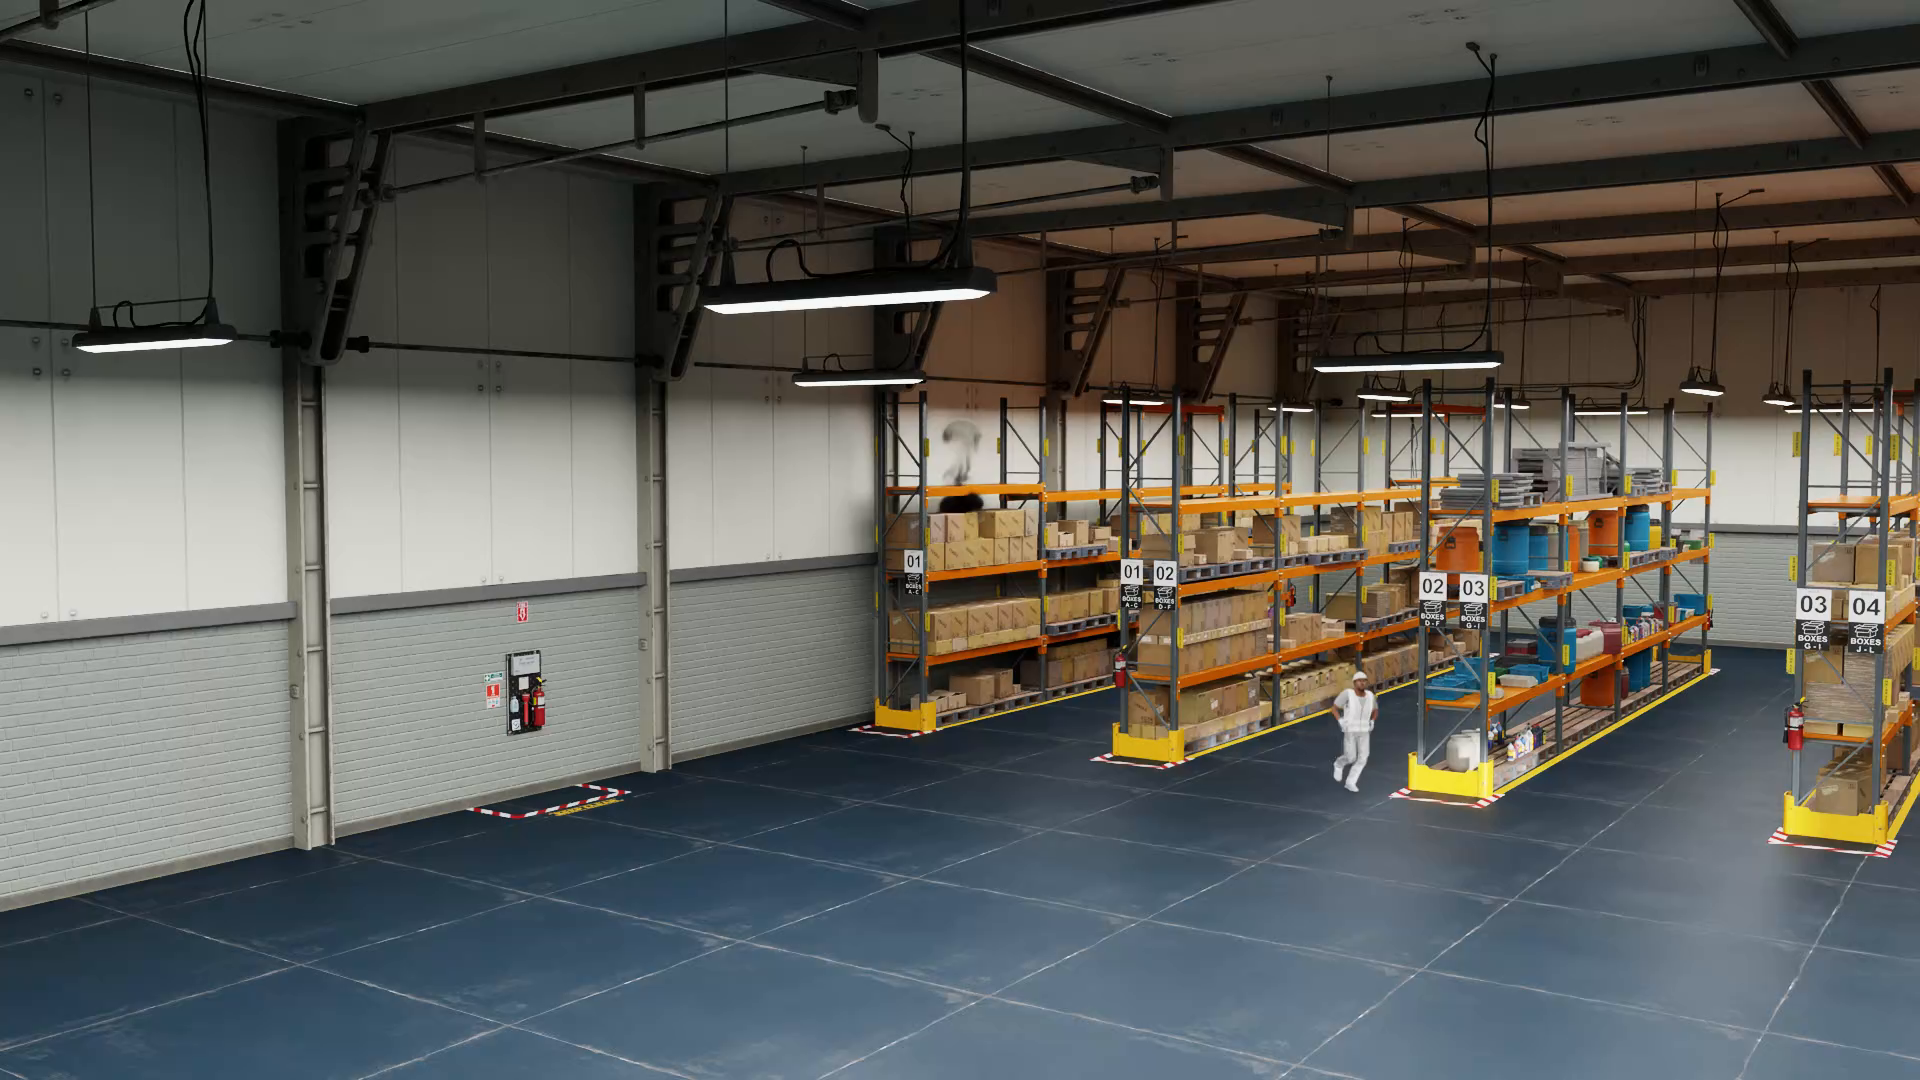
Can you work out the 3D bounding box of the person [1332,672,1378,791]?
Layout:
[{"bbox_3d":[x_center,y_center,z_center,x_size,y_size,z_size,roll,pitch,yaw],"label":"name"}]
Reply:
[{"bbox_3d":[5.803,2.789,24.358,0.710,1.733,0.560,-1,3,-9],"label":"person"}]
